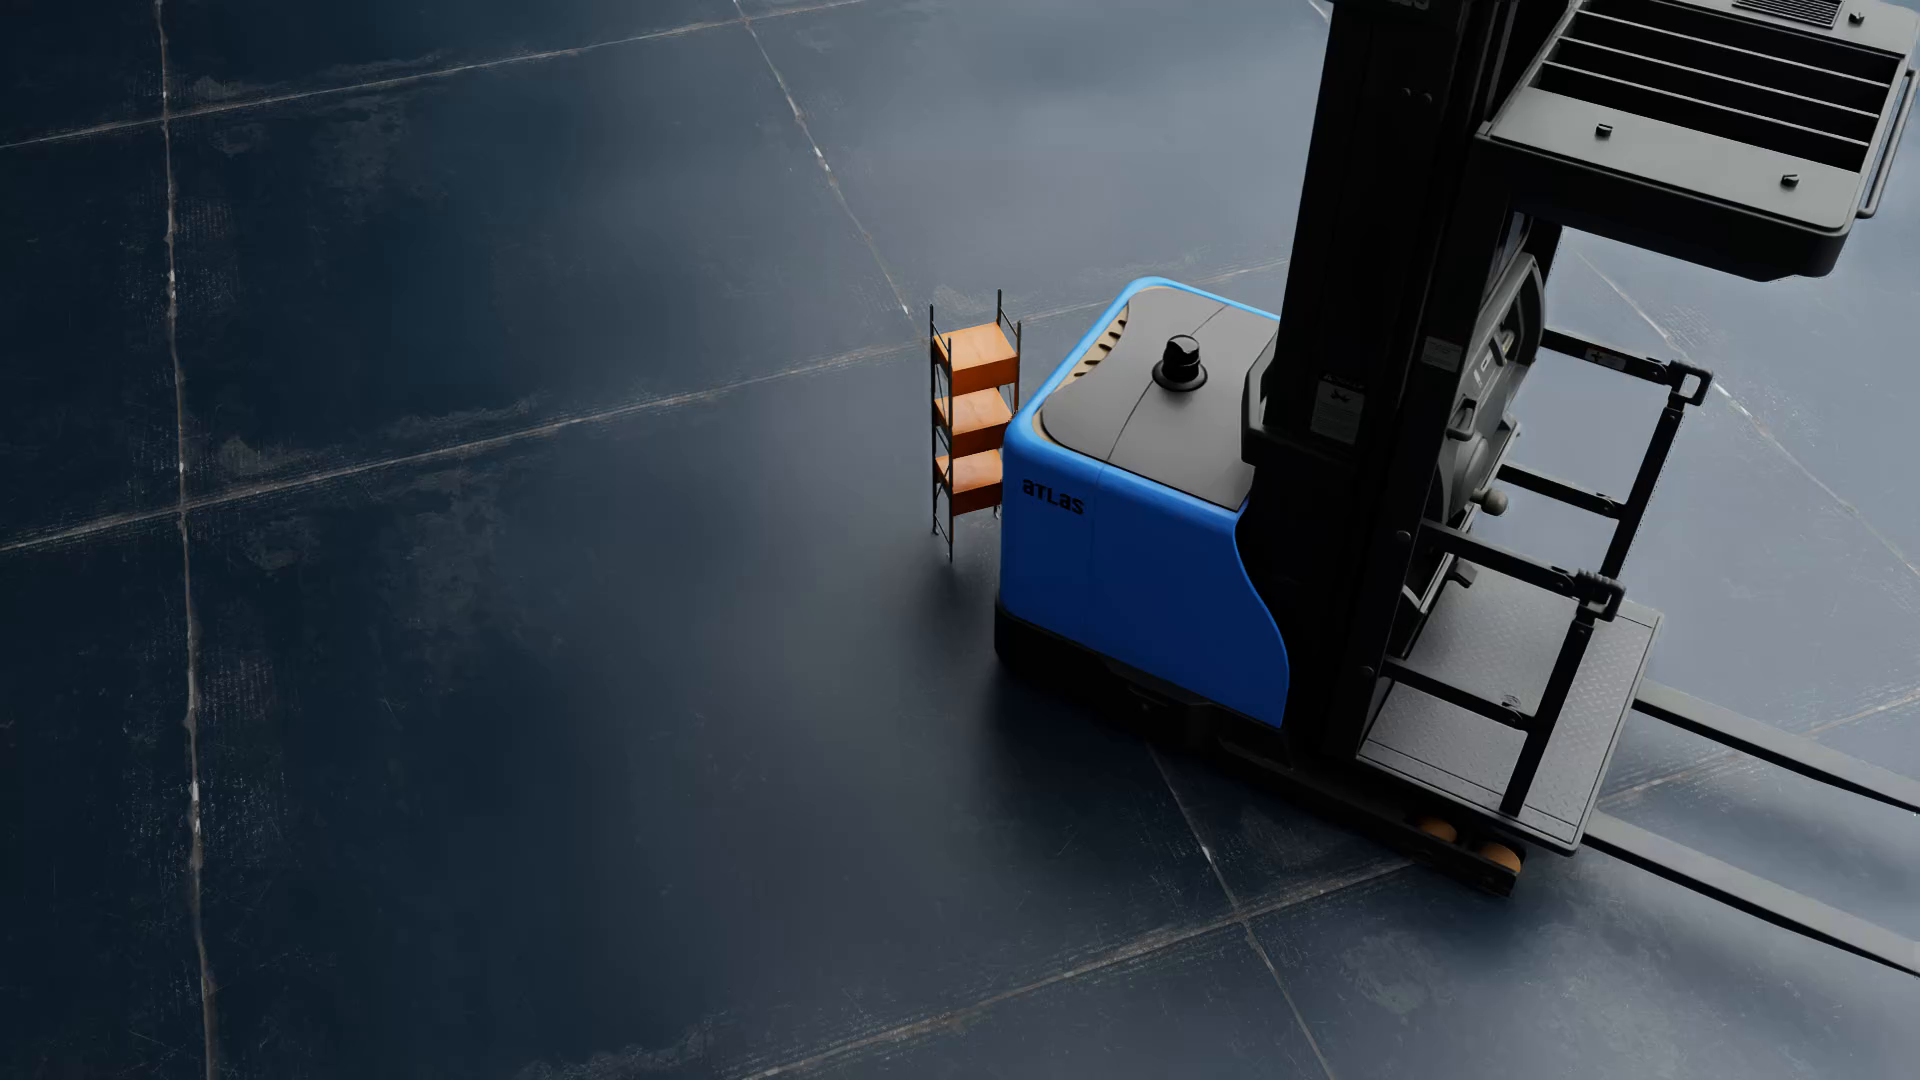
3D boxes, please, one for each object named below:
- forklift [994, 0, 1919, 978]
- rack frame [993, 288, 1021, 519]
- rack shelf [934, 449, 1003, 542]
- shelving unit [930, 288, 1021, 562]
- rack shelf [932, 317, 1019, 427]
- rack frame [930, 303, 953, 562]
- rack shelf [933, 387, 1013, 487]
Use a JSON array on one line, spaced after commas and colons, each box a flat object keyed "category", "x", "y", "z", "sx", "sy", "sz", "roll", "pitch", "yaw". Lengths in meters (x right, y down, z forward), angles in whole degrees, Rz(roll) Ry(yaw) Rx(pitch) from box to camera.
[{"category": "forklift", "x": 1.652, "y": -0.374, "z": 4.553, "sx": 3.031, "sy": 2.935, "sz": 1.130, "roll": 22, "pitch": 49, "yaw": 21}, {"category": "rack frame", "x": 0.165, "y": -0.413, "z": 5.920, "sx": 0.008, "sy": 1.050, "sz": 0.200, "roll": -14, "pitch": 47, "yaw": -14}, {"category": "rack shelf", "x": 0.050, "y": -0.180, "z": 6.095, "sx": 0.240, "sy": 0.259, "sz": 0.215, "roll": -14, "pitch": 47, "yaw": -14}, {"category": "shelving unit", "x": 0.050, "y": -0.383, "z": 5.891, "sx": 0.252, "sy": 1.050, "sz": 0.215, "roll": -14, "pitch": 47, "yaw": -14}, {"category": "rack shelf", "x": 0.050, "y": -0.576, "z": 5.697, "sx": 0.240, "sy": 0.259, "sz": 0.215, "roll": -14, "pitch": 47, "yaw": -14}, {"category": "rack frame", "x": -0.064, "y": -0.354, "z": 5.862, "sx": 0.008, "sy": 1.050, "sz": 0.200, "roll": -14, "pitch": 47, "yaw": -14}, {"category": "rack shelf", "x": 0.050, "y": -0.376, "z": 5.898, "sx": 0.240, "sy": 0.259, "sz": 0.215, "roll": -14, "pitch": 47, "yaw": -14}]
